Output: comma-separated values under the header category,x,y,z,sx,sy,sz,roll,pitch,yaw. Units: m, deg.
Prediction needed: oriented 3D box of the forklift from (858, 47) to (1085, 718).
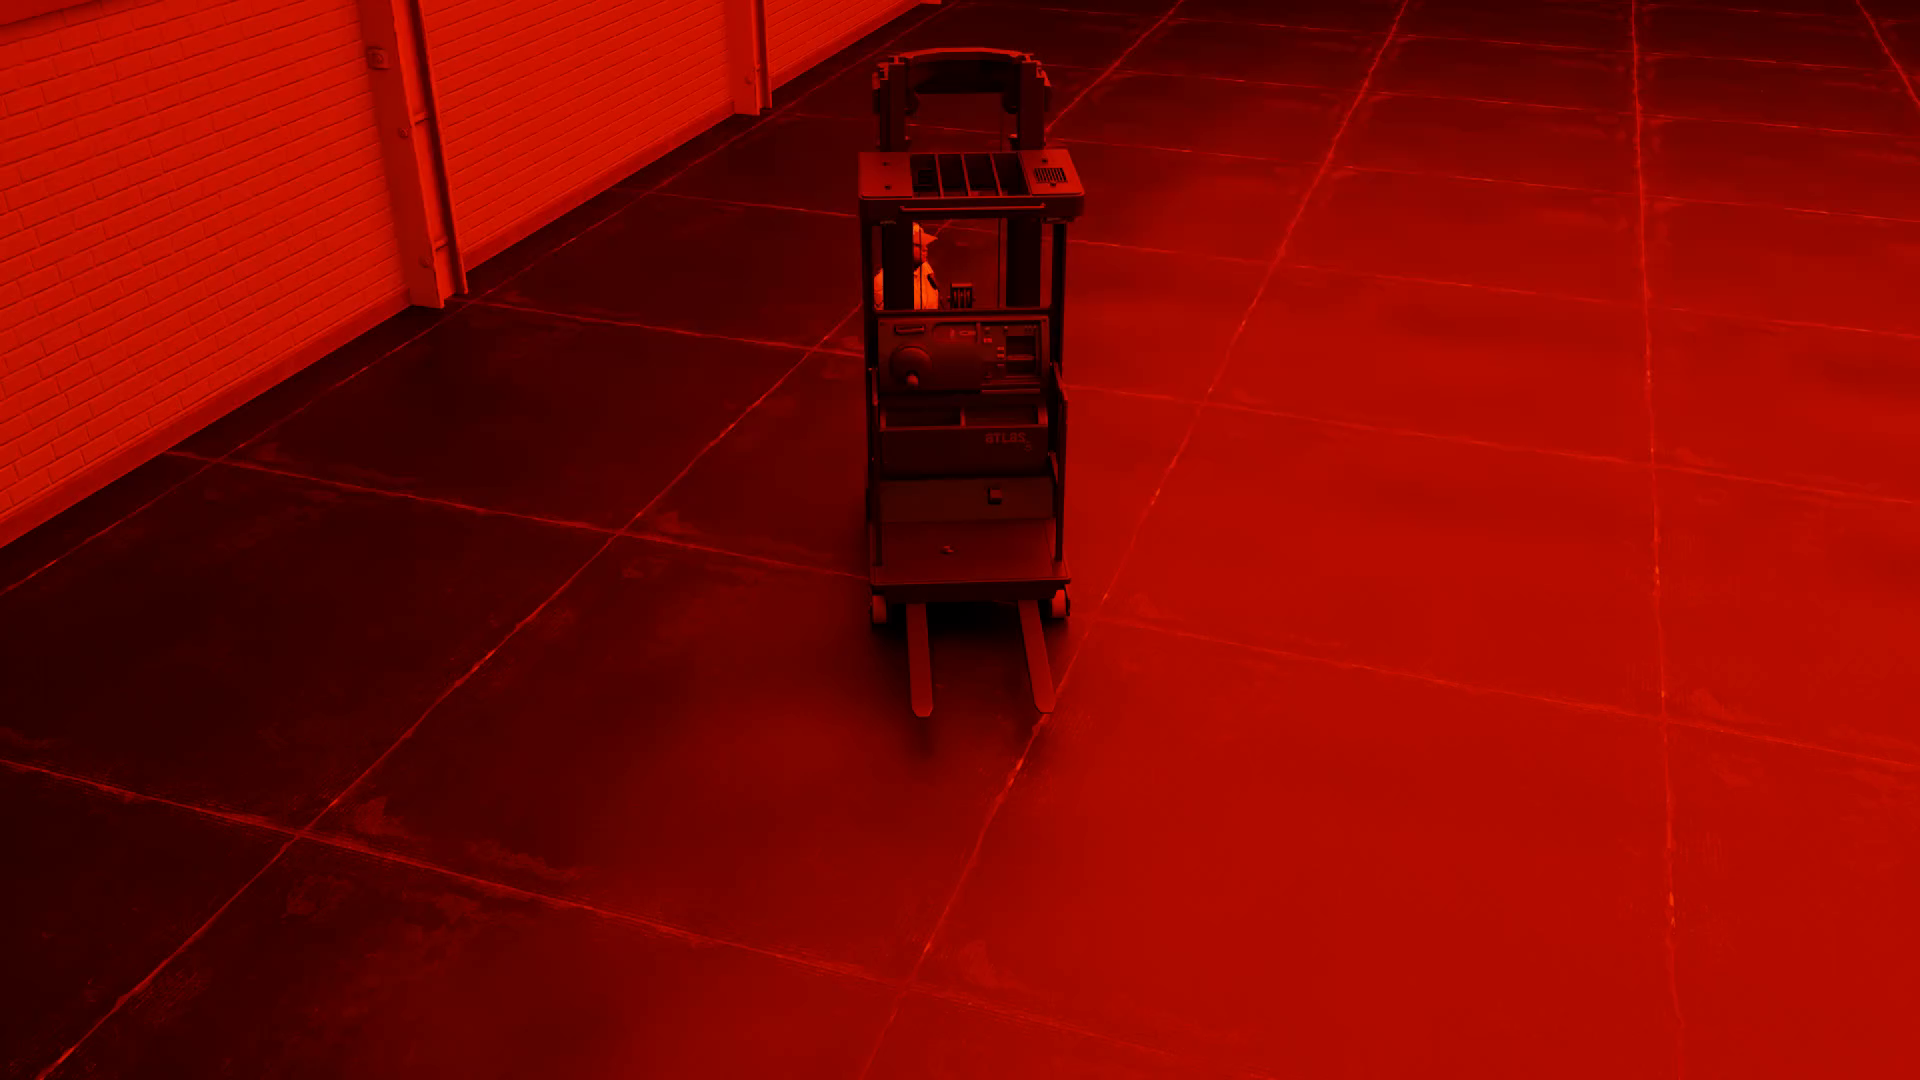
category,x,y,z,sx,sy,sz,roll,pitch,yaw
forklift,0.035,-0.972,8.842,1.130,2.935,3.031,-2,30,-3

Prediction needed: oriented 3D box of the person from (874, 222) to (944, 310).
category,x,y,z,sx,sy,sz,roll,pitch,yaw
person,-0.252,-1.139,10.397,0.529,1.669,0.599,22,36,34
